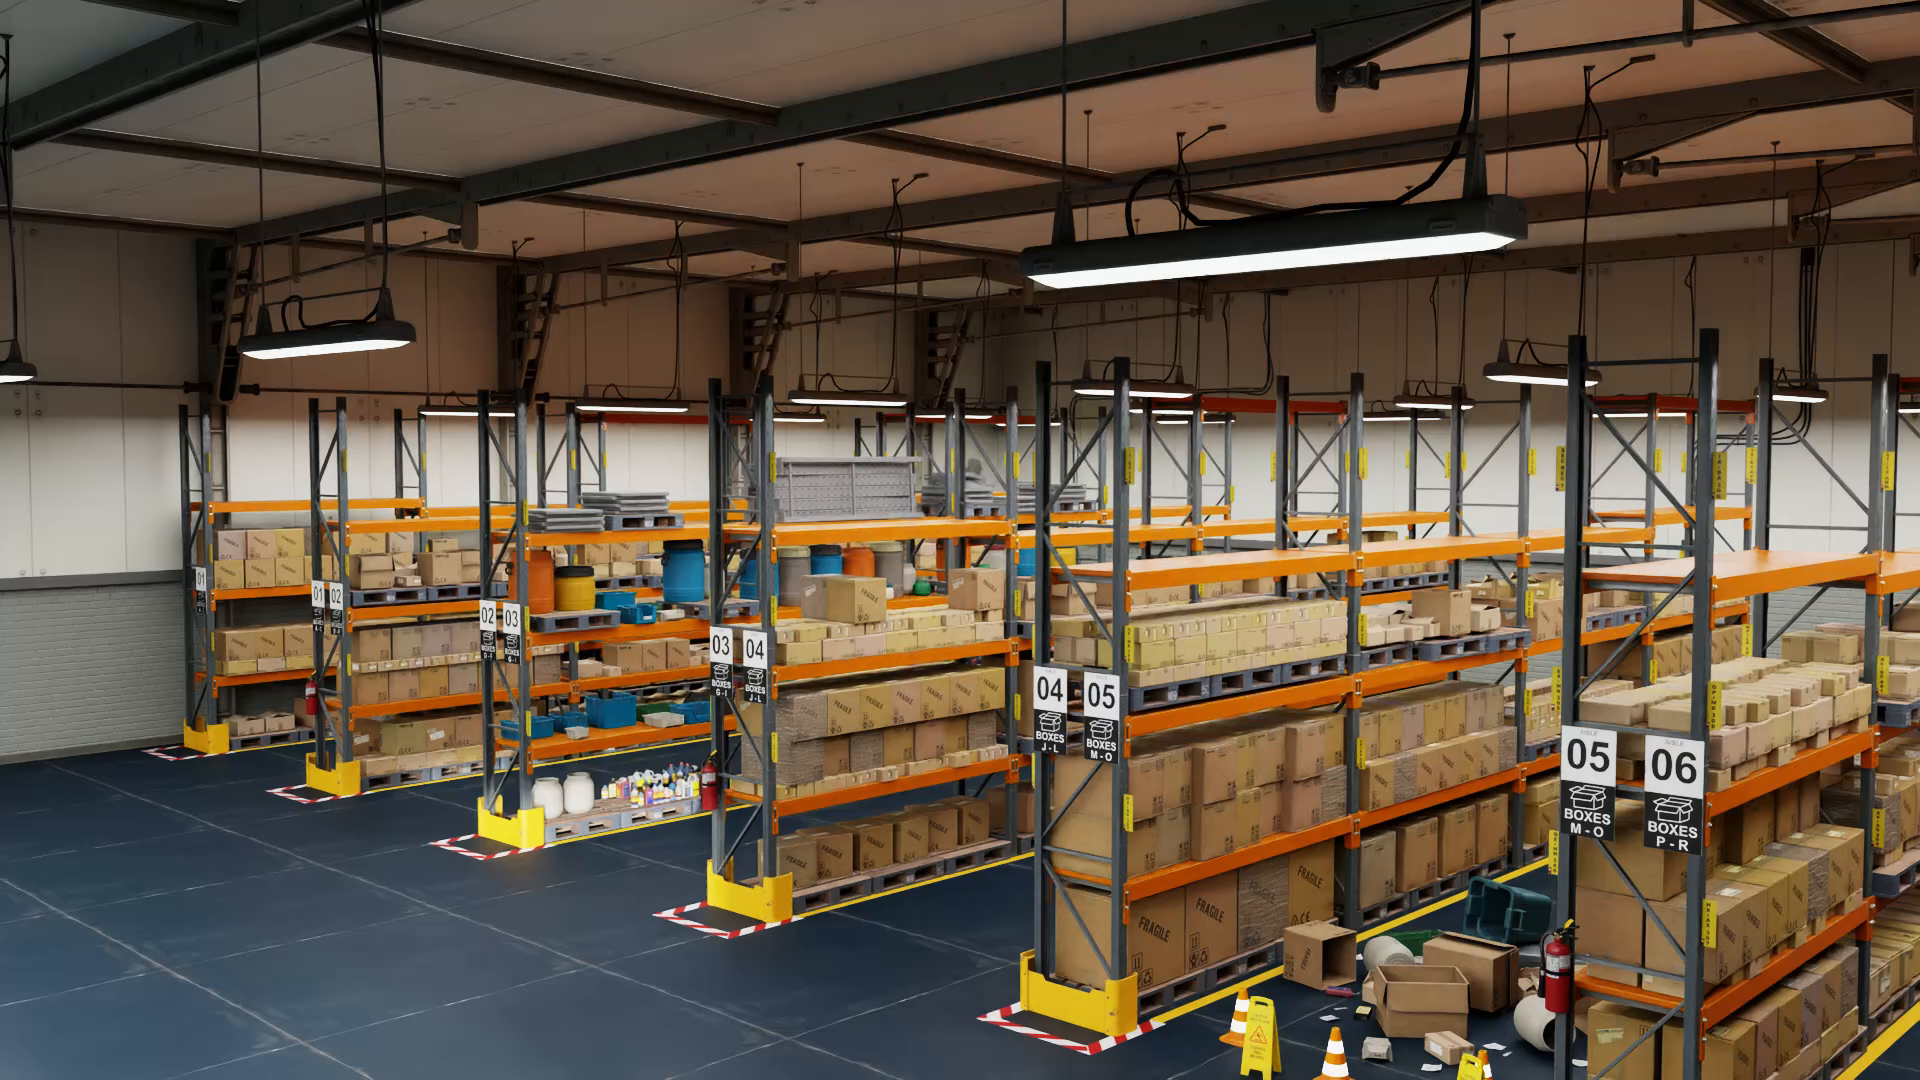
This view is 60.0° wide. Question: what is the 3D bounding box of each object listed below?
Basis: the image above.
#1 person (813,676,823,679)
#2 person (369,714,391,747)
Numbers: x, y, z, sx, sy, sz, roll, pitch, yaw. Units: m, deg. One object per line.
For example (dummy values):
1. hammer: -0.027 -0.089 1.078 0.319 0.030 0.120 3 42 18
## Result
1. person: -2.406 2.827 28.812 0.581 1.628 0.578 3 4 42
2. person: -9.715 2.873 27.892 0.628 1.667 0.541 3 4 42
